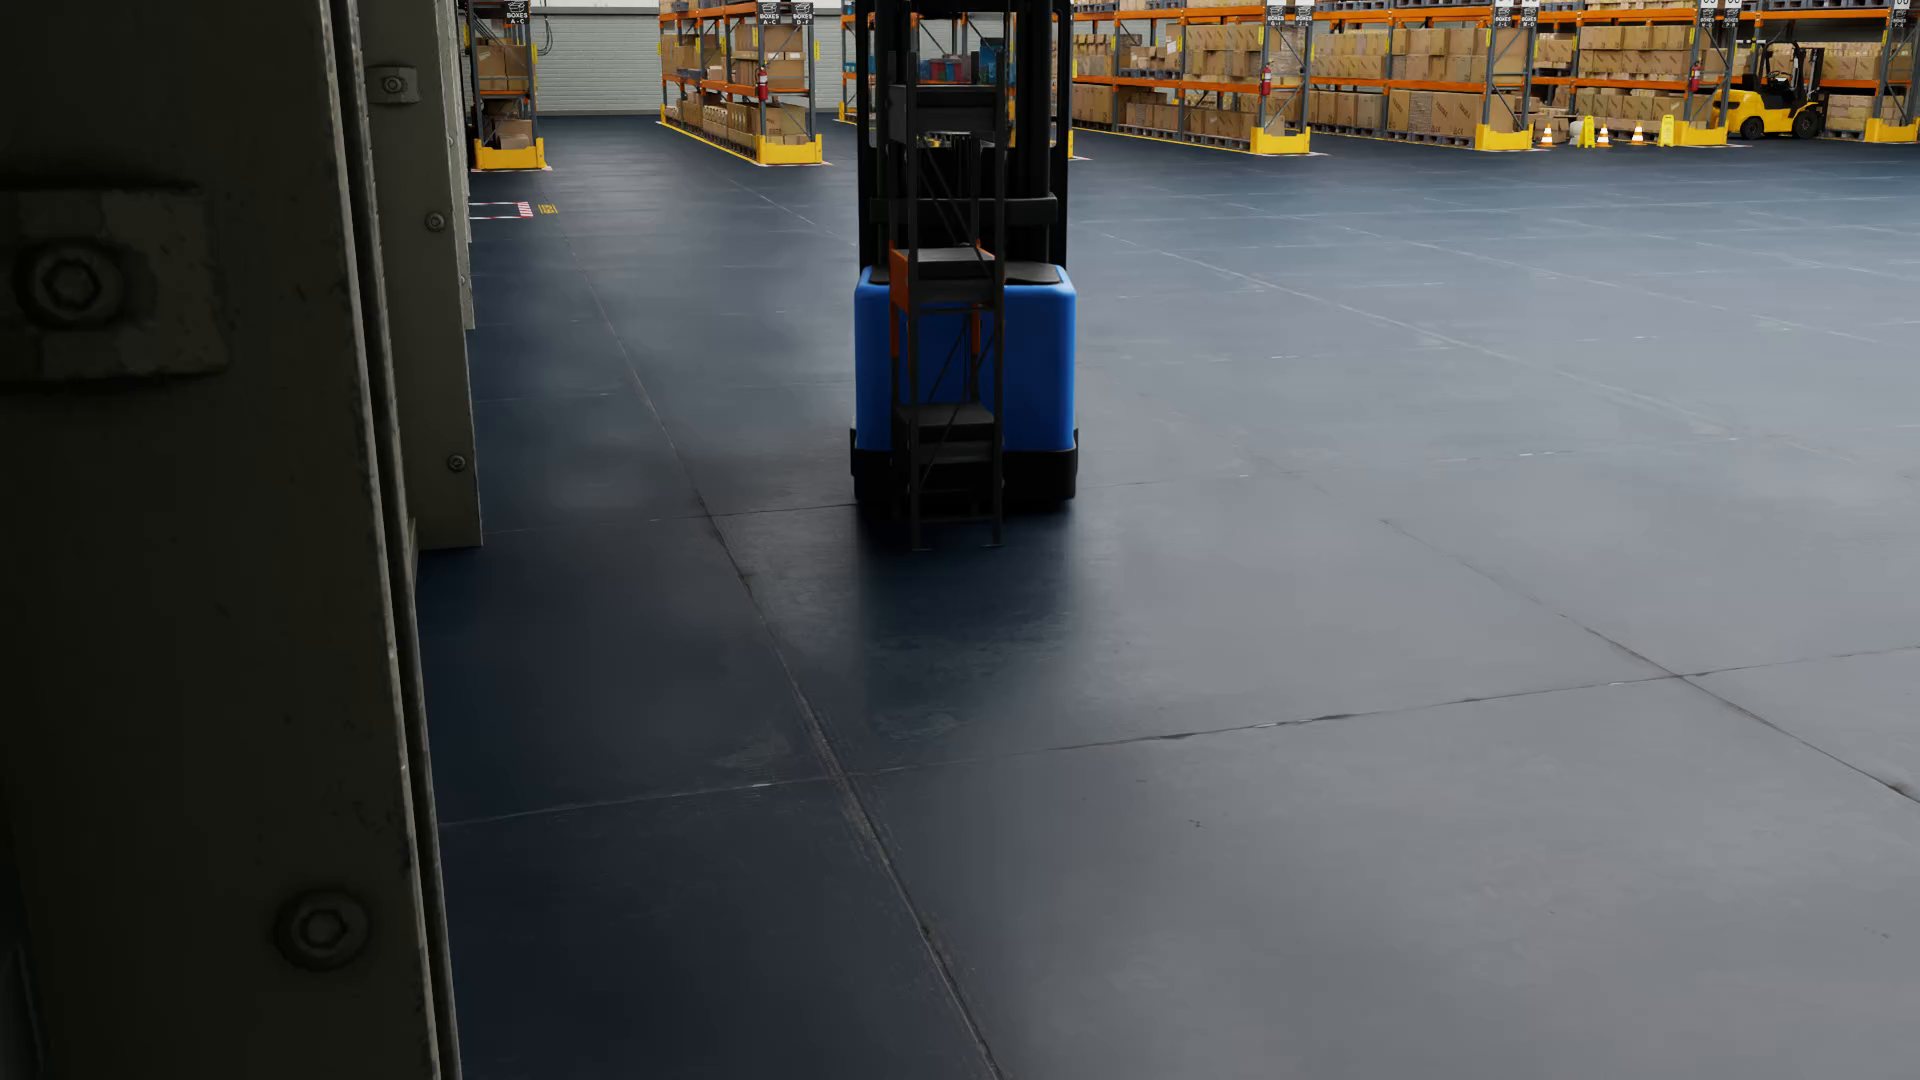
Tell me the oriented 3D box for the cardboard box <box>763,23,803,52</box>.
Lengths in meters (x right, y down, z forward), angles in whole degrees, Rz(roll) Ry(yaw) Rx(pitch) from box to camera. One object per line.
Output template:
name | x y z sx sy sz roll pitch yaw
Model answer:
cardboard box | -3.261 -9.176 30.357 0.700 0.500 0.500 -5 17 -15

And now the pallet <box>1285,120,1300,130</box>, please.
pallet | 8.780 -10.602 42.380 1.003 0.211 1.213 -5 17 -15

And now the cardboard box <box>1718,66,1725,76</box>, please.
cardboard box | 19.063 -11.613 41.160 0.500 0.250 0.500 -5 17 -16

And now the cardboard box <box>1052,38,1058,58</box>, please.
cardboard box | 2.714 -12.999 43.954 0.500 0.500 0.500 -4 17 -14

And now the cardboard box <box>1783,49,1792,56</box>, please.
cardboard box | 19.599 -11.462 39.093 0.380 0.149 0.250 -4 17 -14

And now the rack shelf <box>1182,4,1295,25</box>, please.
rack shelf | 5.846 -10.789 34.193 1.077 0.370 4.000 -5 17 -15

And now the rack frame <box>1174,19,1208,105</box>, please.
rack frame | 6.795 -13.934 48.626 1.000 3.000 0.127 -5 17 -15

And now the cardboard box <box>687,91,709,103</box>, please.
cardboard box | -6.255 -10.624 39.884 0.500 0.250 0.500 -5 17 -15

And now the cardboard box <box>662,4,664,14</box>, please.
cardboard box | -7.506 -13.851 43.396 0.500 0.250 0.500 -5 17 -15

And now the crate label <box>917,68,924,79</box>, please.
crate label | -0.810 -10.739 38.280 0.303 0.233 0.416 -5 17 -15

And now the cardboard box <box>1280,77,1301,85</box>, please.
cardboard box | 6.547 -9.122 33.041 0.380 0.149 0.250 -5 17 -15

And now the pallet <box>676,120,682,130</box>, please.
pallet | -6.616 -10.536 42.160 1.003 0.211 1.213 -5 17 -15

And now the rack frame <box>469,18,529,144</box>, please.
rack frame | -8.991 -9.076 32.452 1.000 3.000 0.127 -5 17 -15

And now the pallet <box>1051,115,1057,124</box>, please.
pallet | 2.964 -11.344 44.852 1.003 0.211 1.213 -5 17 -15

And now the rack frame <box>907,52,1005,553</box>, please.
rack frame | -0.015 -0.962 7.003 0.400 2.100 0.015 -3 17 -11

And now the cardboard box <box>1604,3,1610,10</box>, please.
cardboard box | 14.867 -12.108 37.769 0.380 0.149 0.250 -5 17 -15

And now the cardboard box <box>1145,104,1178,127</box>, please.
cardboard box | 4.728 -9.878 38.703 0.700 0.500 0.500 -3 17 -11

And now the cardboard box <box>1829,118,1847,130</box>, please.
cardboard box | 20.135 -9.449 37.743 0.500 0.250 0.500 -5 17 -15

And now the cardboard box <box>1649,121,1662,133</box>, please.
cardboard box | 15.437 -9.021 36.319 0.500 0.250 0.500 -5 17 -16

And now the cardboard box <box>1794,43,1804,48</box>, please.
cardboard box | 19.705 -11.533 38.814 0.380 0.149 0.250 -5 17 -16

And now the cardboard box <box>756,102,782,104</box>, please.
cardboard box | -3.766 -8.462 33.154 0.500 0.500 0.500 -5 17 -15

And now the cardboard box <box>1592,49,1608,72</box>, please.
cardboard box | 14.838 -10.944 37.980 0.500 0.500 0.500 -5 17 -15

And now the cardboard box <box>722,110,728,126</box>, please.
cardboard box | -4.617 -8.711 34.311 0.500 0.311 0.500 -5 17 -15

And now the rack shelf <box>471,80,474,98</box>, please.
rack shelf | -9.541 -9.284 34.397 1.077 0.370 4.000 -5 17 -15

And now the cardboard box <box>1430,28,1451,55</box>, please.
cardboard box | 10.594 -10.650 35.555 0.875 0.550 0.500 -5 17 -15

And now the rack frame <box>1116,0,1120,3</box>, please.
rack frame | 4.197 -14.230 39.183 1.000 3.000 0.127 -5 17 -15

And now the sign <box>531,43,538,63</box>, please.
sign | -7.371 -8.427 28.787 0.100 0.325 0.005 -5 17 -15

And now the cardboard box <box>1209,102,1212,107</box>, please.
cardboard box | 7.208 -12.236 46.682 0.380 0.149 0.250 -6 18 -18

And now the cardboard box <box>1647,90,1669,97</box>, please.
cardboard box | 15.288 -9.779 36.411 0.380 0.149 0.250 -4 17 -14

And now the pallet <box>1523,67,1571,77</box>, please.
pallet | 14.309 -11.504 40.870 1.003 0.211 1.213 -5 17 -15

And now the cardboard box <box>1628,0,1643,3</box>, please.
cardboard box | 15.099 -11.977 36.640 0.500 0.250 0.500 -5 17 -15

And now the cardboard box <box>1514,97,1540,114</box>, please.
cardboard box | 13.122 -10.051 38.726 0.500 0.500 0.500 -5 17 -15

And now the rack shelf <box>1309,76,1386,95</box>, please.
rack shelf | 9.543 -10.823 39.521 1.077 0.370 4.000 -5 17 -15

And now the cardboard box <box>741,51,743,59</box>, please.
cardboard box | -4.060 -9.455 32.413 0.380 0.149 0.250 -5 18 -17

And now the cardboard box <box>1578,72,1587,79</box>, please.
cardboard box | 14.603 -10.801 38.633 0.380 0.149 0.250 -5 17 -16

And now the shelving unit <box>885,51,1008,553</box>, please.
shelving unit | -0.064 -1.030 7.232 0.431 2.100 0.503 -3 17 -11

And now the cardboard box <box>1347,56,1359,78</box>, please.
cardboard box | 9.415 -11.065 38.902 0.500 0.500 0.500 -5 17 -15

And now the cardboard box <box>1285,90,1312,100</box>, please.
cardboard box | 8.554 -11.253 42.011 0.500 0.250 0.500 -5 17 -17

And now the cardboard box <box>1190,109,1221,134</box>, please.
cardboard box | 5.368 -9.141 36.283 0.500 0.500 0.500 -5 18 -17

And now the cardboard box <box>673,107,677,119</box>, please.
cardboard box | -7.064 -10.947 42.590 0.500 0.311 0.500 -5 17 -15

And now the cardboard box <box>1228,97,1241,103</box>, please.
cardboard box | 7.546 -12.026 45.466 0.380 0.149 0.250 -4 17 -14

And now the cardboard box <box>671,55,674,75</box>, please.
cardboard box | -7.099 -12.132 42.451 0.500 0.500 0.500 -4 17 -14

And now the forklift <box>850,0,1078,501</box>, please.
forklift | 0.012 -1.952 8.855 1.130 2.935 3.031 0 17 0

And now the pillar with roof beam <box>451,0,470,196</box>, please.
pillar with roof beam | -3.128 -9.648 23.930 9.100 9.000 0.400 -5 17 -15

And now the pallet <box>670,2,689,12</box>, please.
pallet | -6.316 -12.842 40.103 1.213 0.211 1.003 -5 17 -15

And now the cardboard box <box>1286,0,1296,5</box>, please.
cardboard box | 6.512 -10.663 32.781 0.500 0.250 0.500 -4 17 -14

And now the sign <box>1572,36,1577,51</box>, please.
sign | 14.292 -11.544 38.655 0.100 0.325 0.005 -5 17 -15

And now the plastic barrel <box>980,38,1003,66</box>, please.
plastic barrel | 0.719 -10.230 35.423 0.600 0.901 0.708 -5 17 -15

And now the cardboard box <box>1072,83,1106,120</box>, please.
cardboard box | 3.539 -11.224 42.568 1.225 0.875 0.875 -5 18 -17
